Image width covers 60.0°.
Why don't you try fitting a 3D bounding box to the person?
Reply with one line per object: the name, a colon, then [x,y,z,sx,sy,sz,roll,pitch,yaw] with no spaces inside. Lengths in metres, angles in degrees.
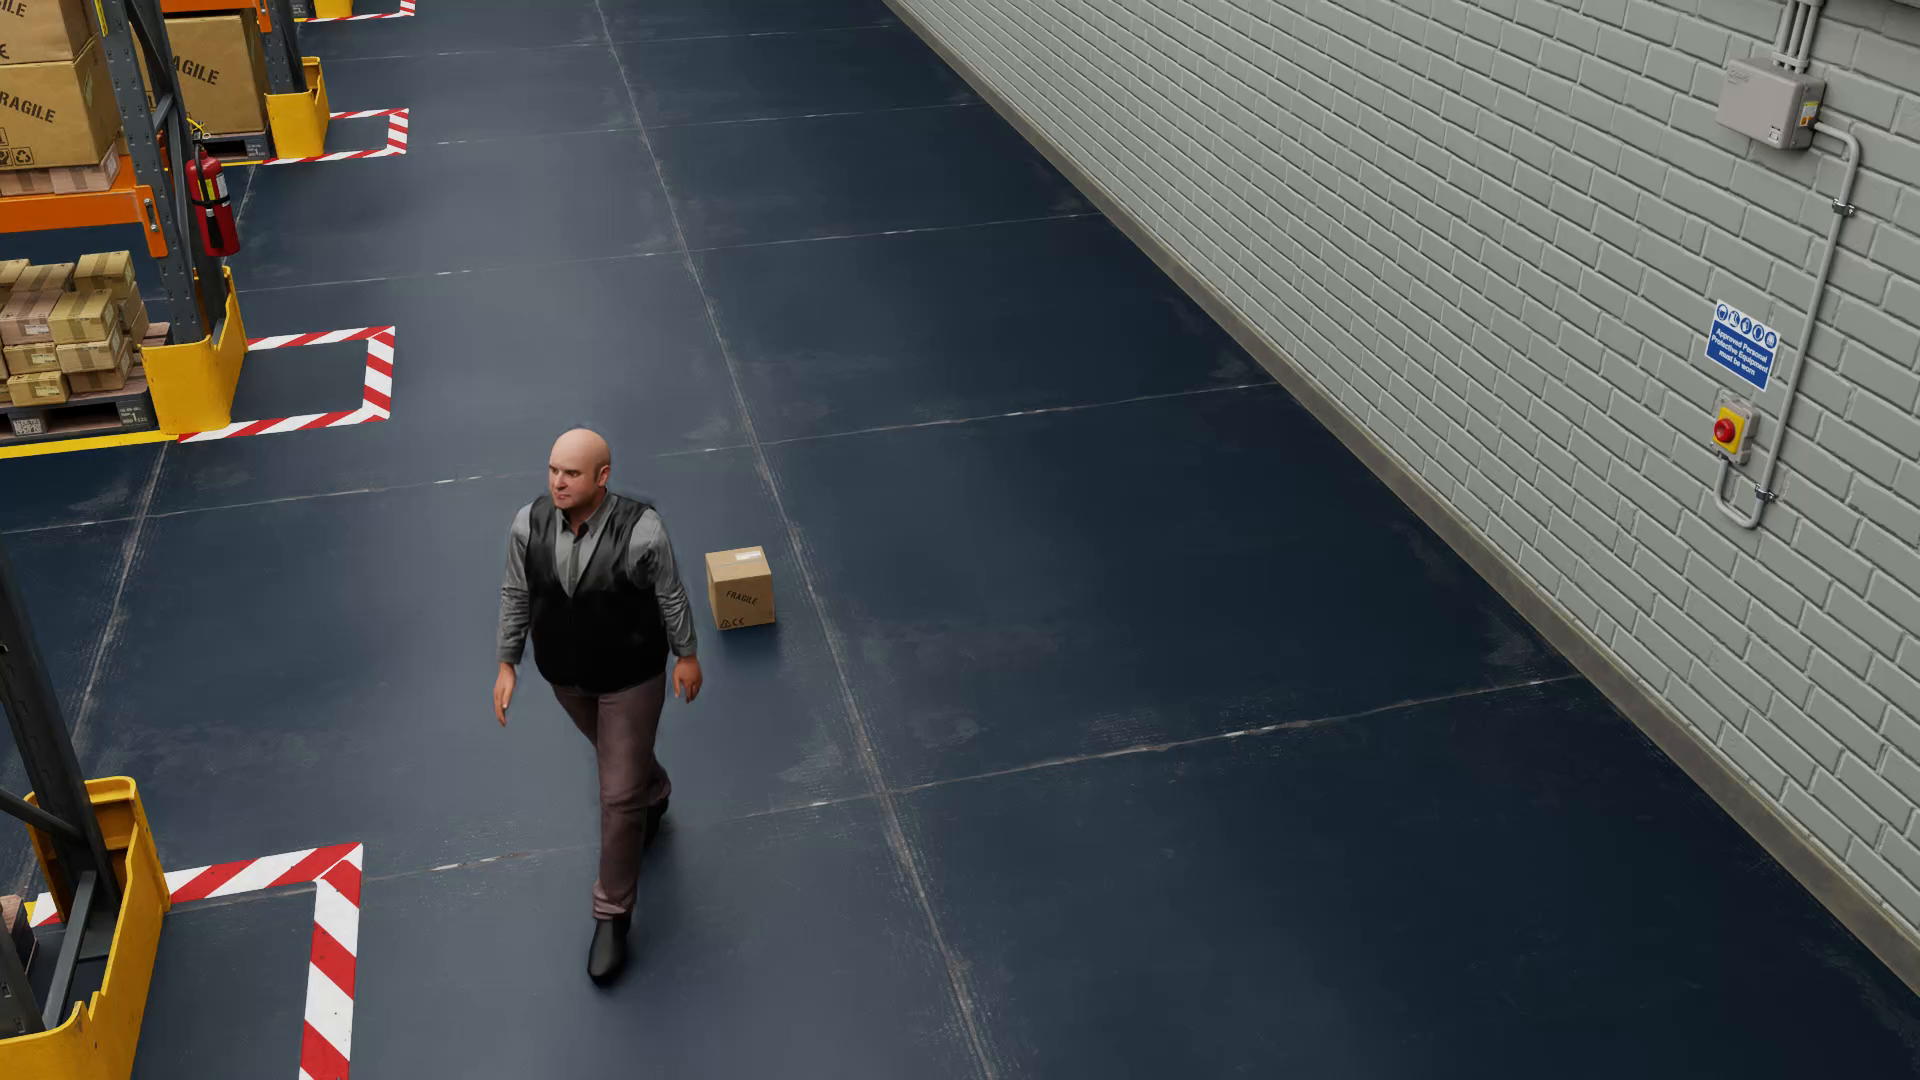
person: [-1.196,0.454,5.346,0.583,1.696,0.911,9,31,15]
